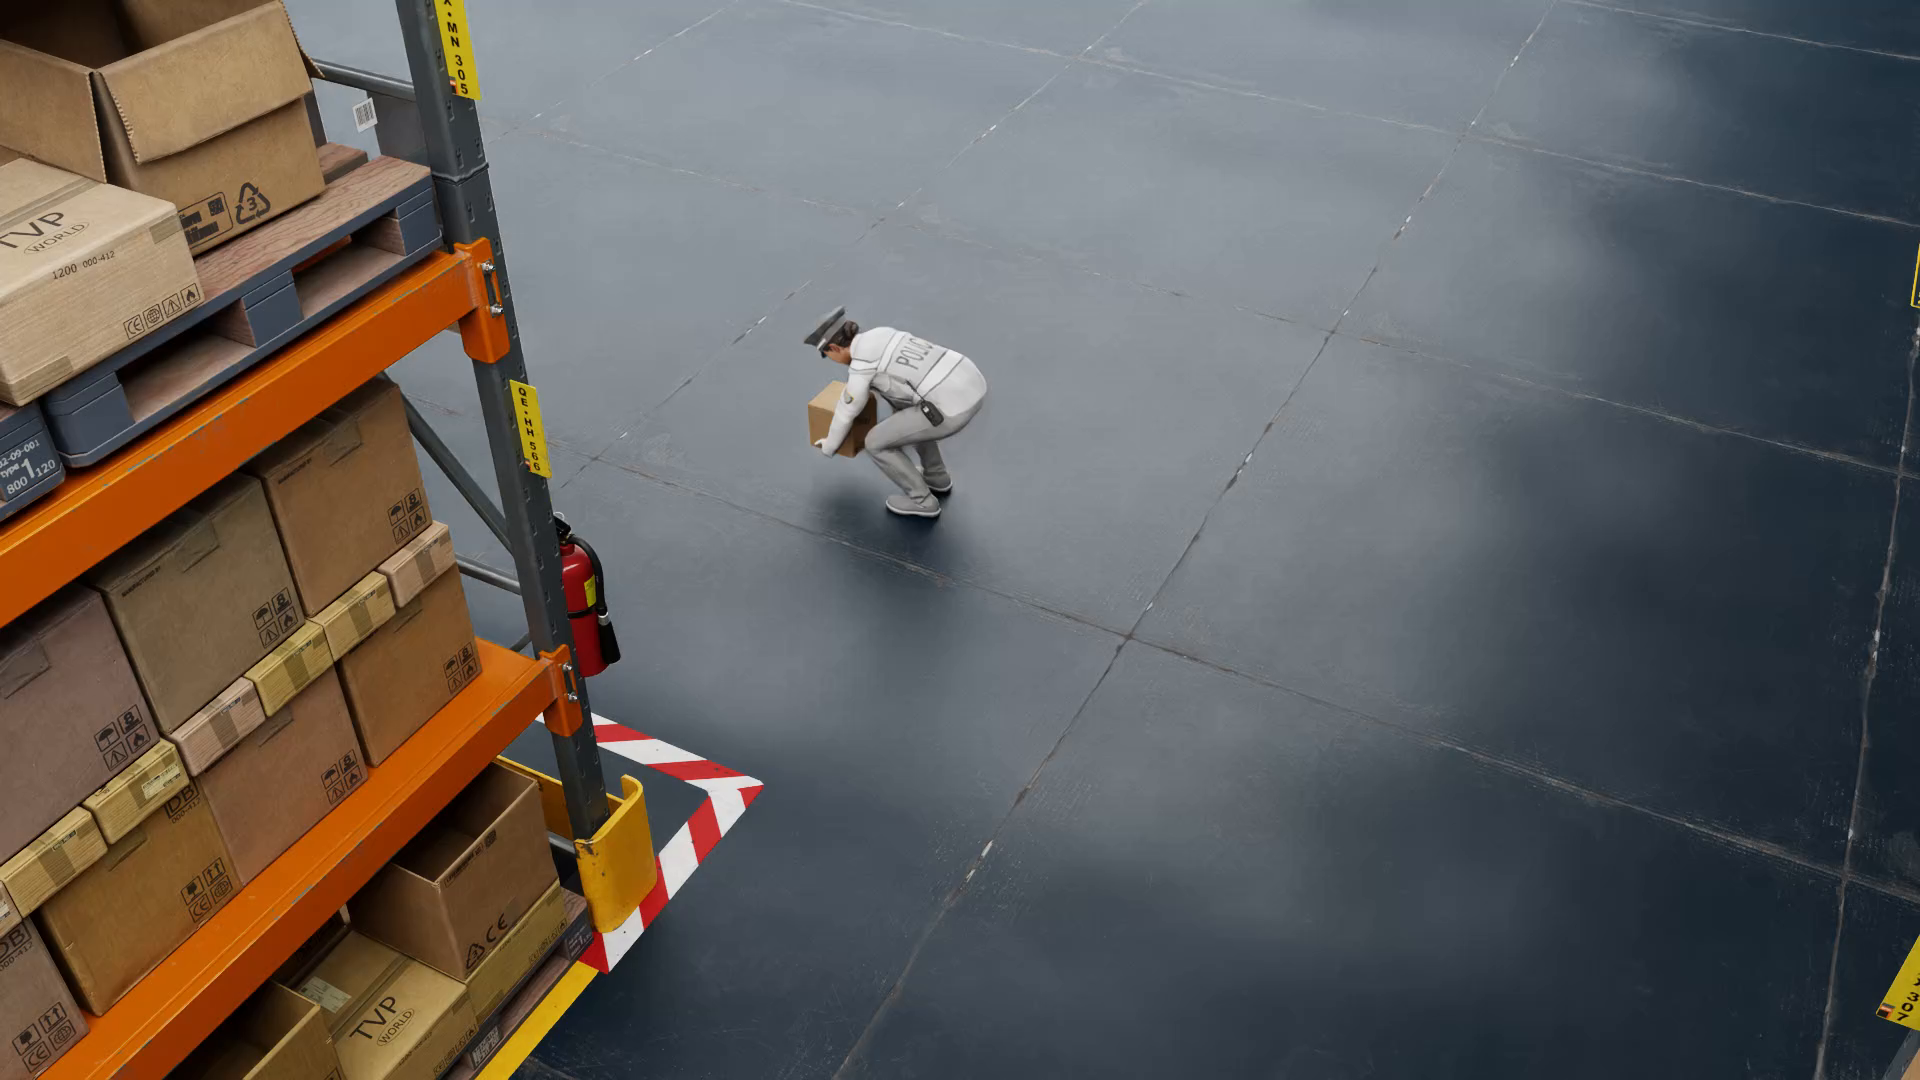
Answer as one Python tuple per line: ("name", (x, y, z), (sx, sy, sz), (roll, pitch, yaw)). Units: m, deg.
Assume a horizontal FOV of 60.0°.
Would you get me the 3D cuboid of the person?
("person", (-0.321, -0.636, 8.113), (0.907, 0.982, 0.462), (16, 41, 20))
